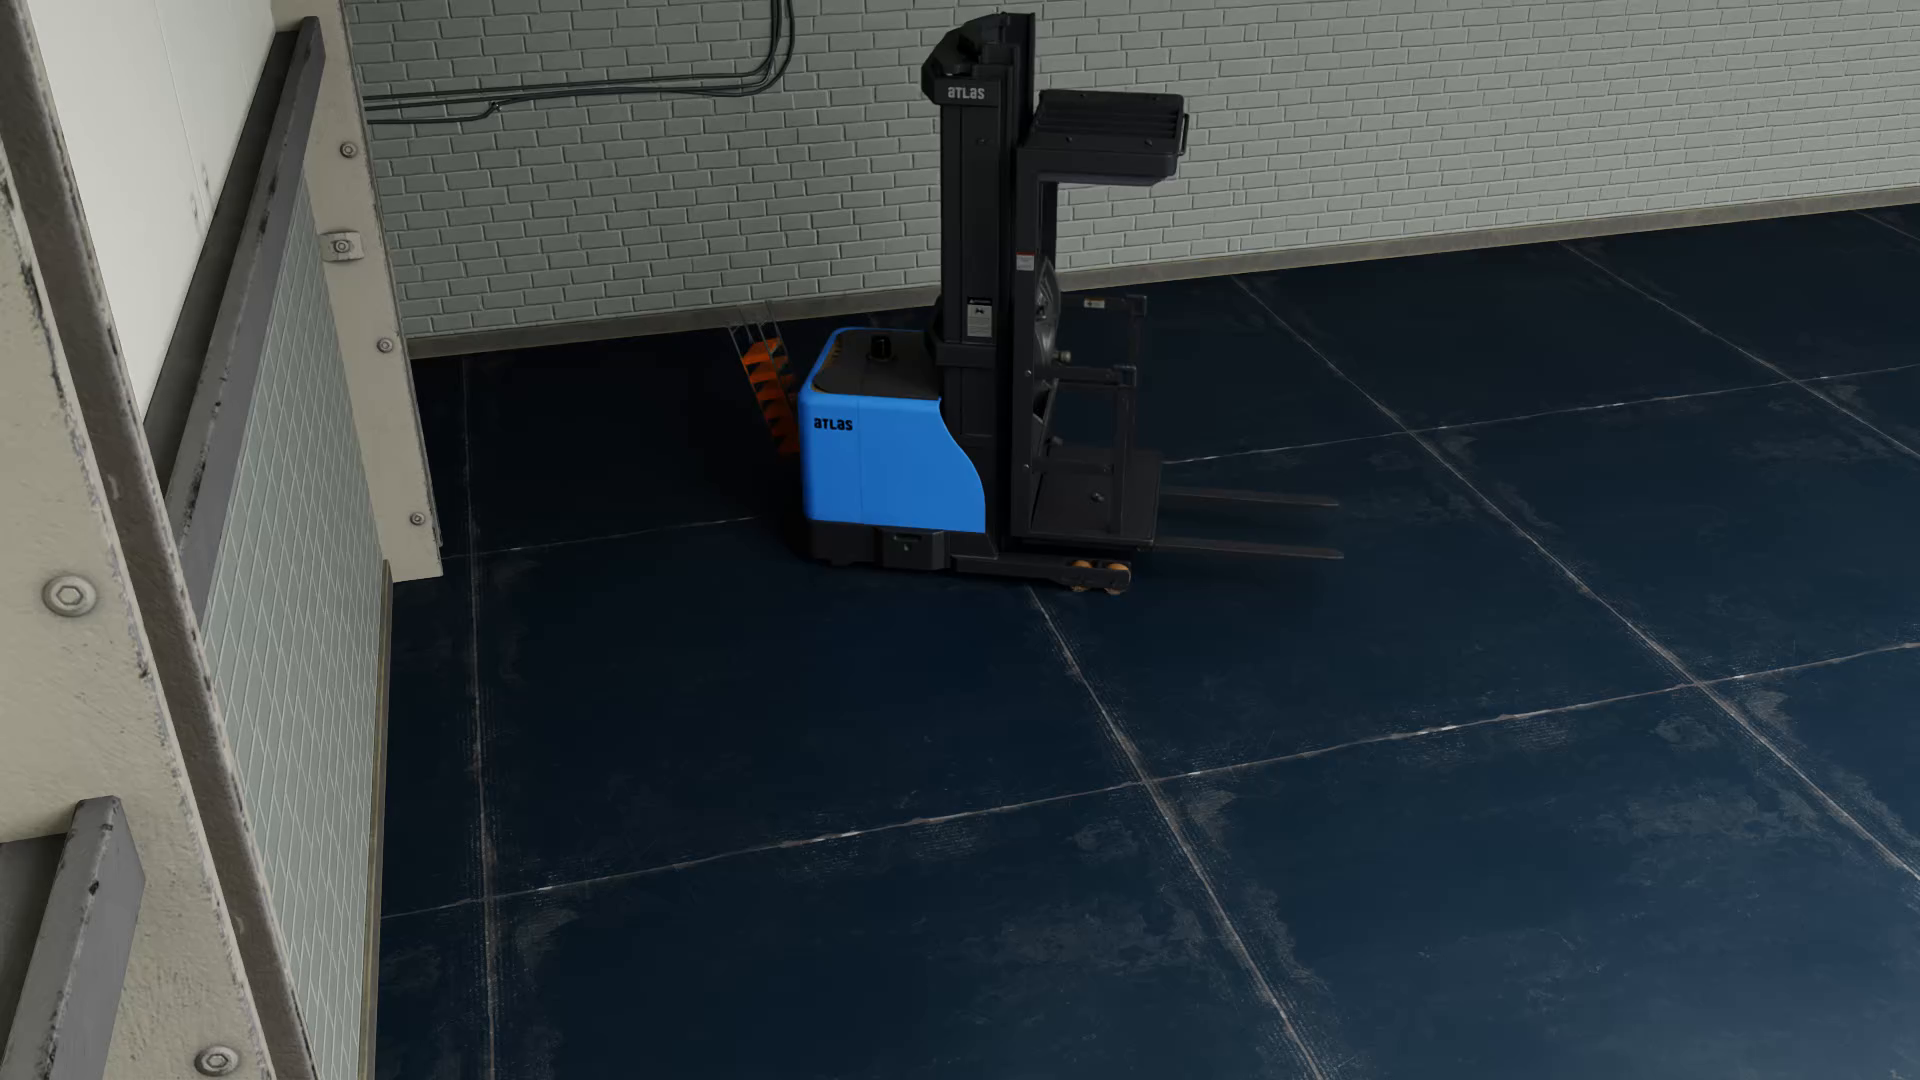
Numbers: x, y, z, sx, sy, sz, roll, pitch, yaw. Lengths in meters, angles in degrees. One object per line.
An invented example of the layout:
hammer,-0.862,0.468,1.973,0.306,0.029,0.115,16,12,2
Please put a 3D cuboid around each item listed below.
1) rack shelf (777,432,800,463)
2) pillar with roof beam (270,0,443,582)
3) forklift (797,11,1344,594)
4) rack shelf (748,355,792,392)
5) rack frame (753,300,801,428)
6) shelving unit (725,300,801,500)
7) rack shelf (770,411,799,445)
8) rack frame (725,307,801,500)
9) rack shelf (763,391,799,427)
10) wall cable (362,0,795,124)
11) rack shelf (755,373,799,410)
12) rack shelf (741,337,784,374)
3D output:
rack shelf,-0.975,-0.587,10.105,0.180,0.103,0.258,-11,26,20
pillar with roof beam,1.026,-4.341,8.266,9.100,9.000,0.400,-8,31,-13
forklift,0.662,-1.256,8.994,3.031,2.935,1.130,4,30,7
rack shelf,-1.126,-0.997,9.906,0.180,0.103,0.258,-11,26,20
rack frame,-0.980,-0.846,9.956,0.006,1.200,0.240,-11,26,20
shelving unit,-1.064,-0.830,9.987,0.189,1.200,0.258,-11,26,20
rack shelf,-1.013,-0.689,10.055,0.180,0.103,0.258,-11,26,20
rack frame,-1.149,-0.814,10.018,0.006,1.200,0.240,-11,26,20
rack shelf,-1.051,-0.792,10.006,0.180,0.103,0.258,-11,26,20
wall cable,-2.632,-4.023,10.817,3.097,2.526,0.112,-8,31,-13
rack shelf,-1.088,-0.894,9.956,0.180,0.103,0.258,-11,26,20
rack shelf,-1.163,-1.100,9.857,0.180,0.103,0.258,-11,26,20
